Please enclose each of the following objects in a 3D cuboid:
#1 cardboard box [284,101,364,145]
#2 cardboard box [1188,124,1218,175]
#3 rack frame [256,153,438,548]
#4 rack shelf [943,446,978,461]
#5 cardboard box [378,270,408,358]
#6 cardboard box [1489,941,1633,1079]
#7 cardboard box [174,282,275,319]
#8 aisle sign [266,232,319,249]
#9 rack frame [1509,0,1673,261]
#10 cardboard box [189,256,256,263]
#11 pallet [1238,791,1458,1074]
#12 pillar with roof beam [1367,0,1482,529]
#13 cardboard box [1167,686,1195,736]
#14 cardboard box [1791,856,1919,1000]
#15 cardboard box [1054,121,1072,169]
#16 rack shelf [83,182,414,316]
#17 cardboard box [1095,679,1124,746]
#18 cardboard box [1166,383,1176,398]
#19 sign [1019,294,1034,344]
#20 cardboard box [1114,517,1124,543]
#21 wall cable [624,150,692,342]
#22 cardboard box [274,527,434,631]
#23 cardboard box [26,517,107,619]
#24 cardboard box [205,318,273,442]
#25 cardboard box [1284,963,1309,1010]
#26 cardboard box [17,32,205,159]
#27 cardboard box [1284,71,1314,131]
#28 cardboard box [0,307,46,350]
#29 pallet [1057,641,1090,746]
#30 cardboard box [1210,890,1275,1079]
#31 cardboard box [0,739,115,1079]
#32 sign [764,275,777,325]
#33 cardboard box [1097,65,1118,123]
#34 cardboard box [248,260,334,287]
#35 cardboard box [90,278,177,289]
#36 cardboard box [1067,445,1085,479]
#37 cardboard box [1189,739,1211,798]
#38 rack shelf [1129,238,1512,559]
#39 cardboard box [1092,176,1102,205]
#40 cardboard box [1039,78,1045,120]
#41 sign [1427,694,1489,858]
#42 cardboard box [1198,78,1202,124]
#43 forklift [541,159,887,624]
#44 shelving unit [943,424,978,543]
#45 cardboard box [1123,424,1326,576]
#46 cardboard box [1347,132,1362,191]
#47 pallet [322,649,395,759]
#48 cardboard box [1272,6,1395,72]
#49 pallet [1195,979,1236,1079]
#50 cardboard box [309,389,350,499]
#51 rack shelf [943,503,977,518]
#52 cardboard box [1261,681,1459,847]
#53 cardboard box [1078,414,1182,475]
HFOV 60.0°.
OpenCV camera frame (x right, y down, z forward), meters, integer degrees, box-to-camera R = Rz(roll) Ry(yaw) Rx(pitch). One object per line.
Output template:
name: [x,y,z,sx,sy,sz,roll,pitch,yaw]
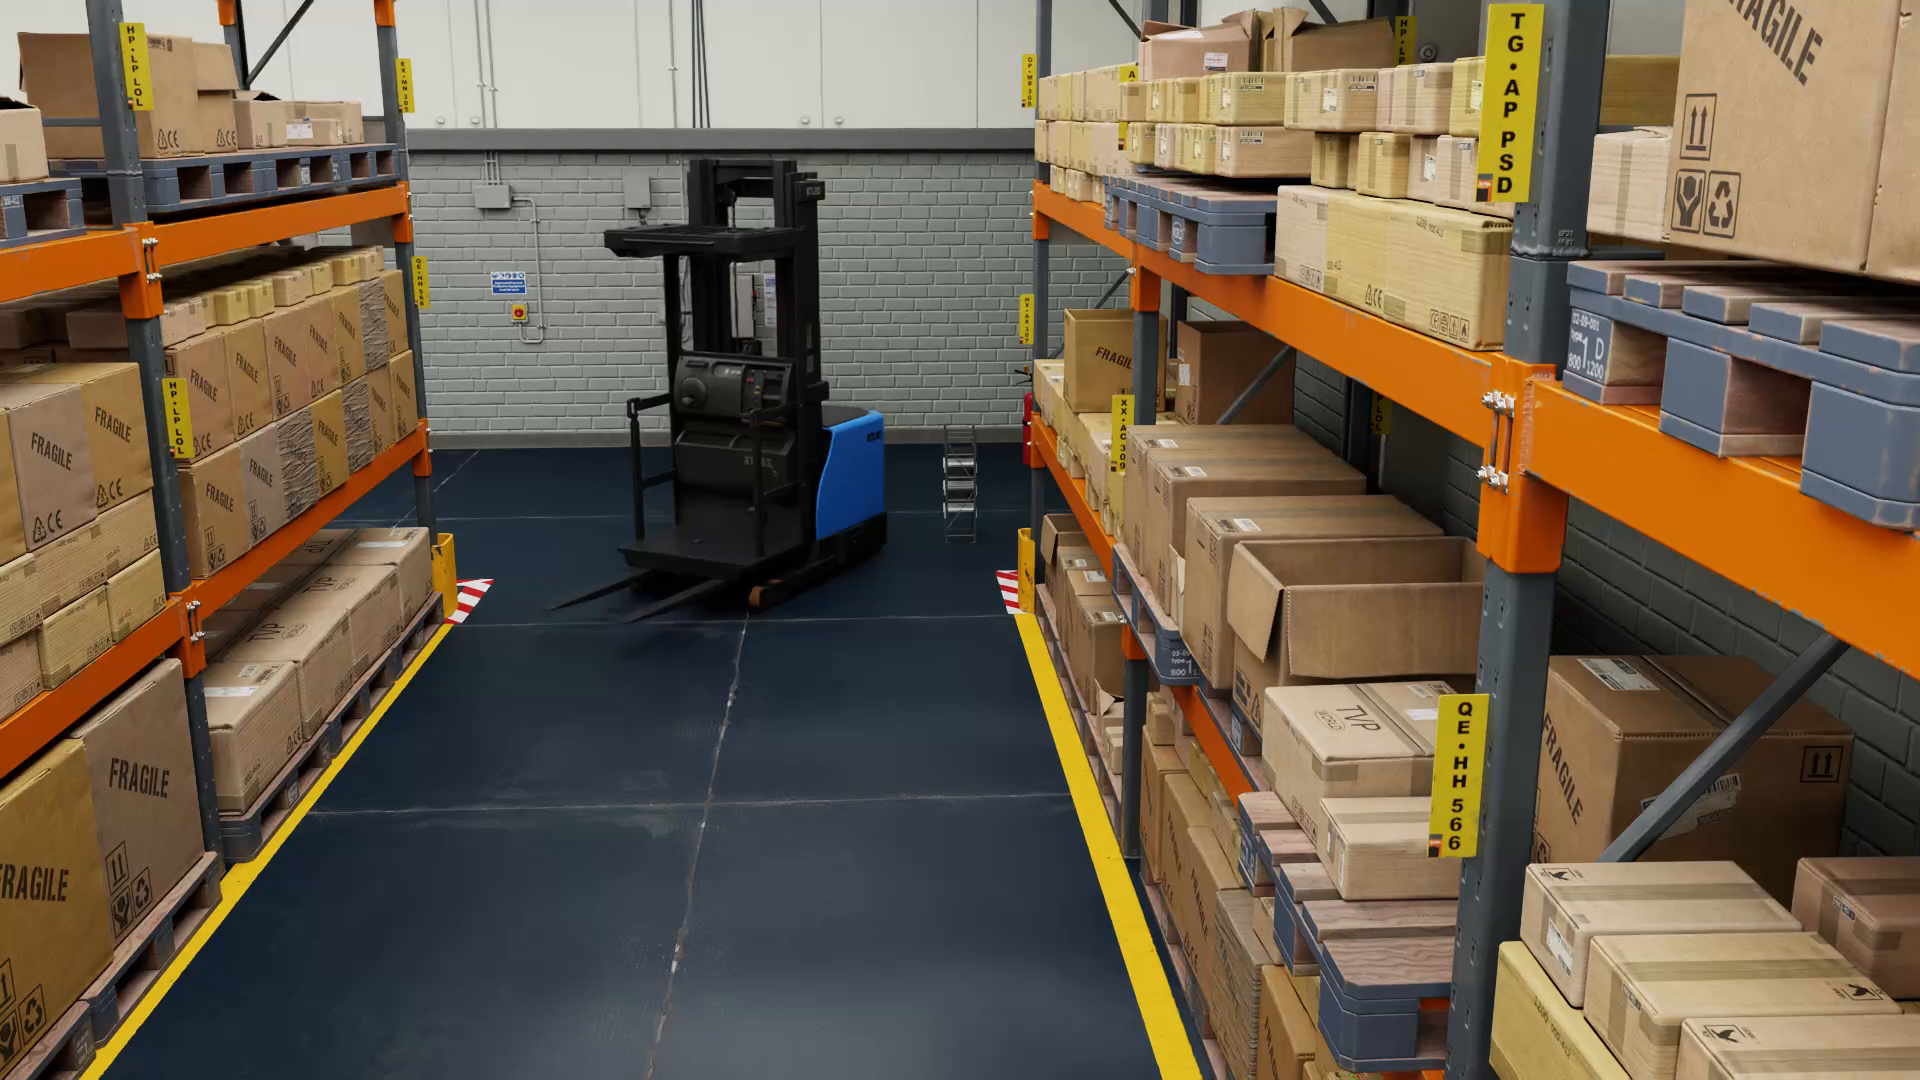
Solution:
cardboard box: [-3.855,-2.478,9.874,0.500,0.250,0.500,-2,15,-9]
cardboard box: [0.923,-1.224,5.206,0.380,0.149,0.250,-1,14,-2]
rack frame: [-3.972,-0.956,10.724,1.000,3.000,0.127,-1,14,-3]
rack shelf: [-0.001,-0.667,12.863,0.258,0.077,0.200,-1,14,-3]
cardboard box: [-3.705,-1.373,10.135,0.500,0.500,0.500,0,14,-2]
cardboard box: [1.236,0.901,2.804,0.500,0.250,0.500,-1,14,-3]
cardboard box: [-3.517,-1.147,7.954,0.380,0.149,0.250,-1,14,-5]
aisle sign: [-4.266,-2.229,10.452,0.394,0.787,0.004,-1,14,-3]
rack frame: [1.477,-1.950,2.545,1.000,3.000,0.127,-1,14,-3]
cardboard box: [-4.203,-1.515,9.386,0.380,0.149,0.250,-1,14,-5]
pallet: [1.365,0.881,3.967,1.213,0.211,1.003,-1,14,-3]
pillar with roof beam: [-2.211,-3.065,6.880,9.100,9.000,0.400,-1,14,-3]
cardboard box: [1.050,0.667,6.689,0.380,0.149,0.250,-2,15,-6]
cardboard box: [1.699,0.671,2.897,0.380,0.149,0.250,0,14,-2]
cardboard box: [0.808,-2.190,9.202,0.500,0.250,0.500,-1,14,-5]
rack shelf: [-3.848,-1.563,8.506,1.077,0.370,4.000,-1,14,-3]
cardboard box: [0.880,0.859,8.313,0.396,0.266,0.258,0,14,-1]
cardboard box: [1.332,-0.744,9.601,0.500,0.250,0.500,0,14,-2]
sign: [0.440,-1.445,10.885,0.100,0.325,0.005,-1,14,-3]
cardboard box: [0.920,-0.057,7.734,0.380,0.149,0.250,0,14,-2]
wall cable: [-2.930,-2.875,16.142,0.588,1.984,0.122,-1,14,-3]
cardboard box: [-3.832,0.244,10.359,0.875,0.438,0.875,-1,14,-5]
cardboard box: [-3.416,0.099,5.920,0.500,0.250,0.500,-1,14,-2]
cardboard box: [-3.537,-0.742,7.684,0.500,0.500,0.500,-1,14,-4]
cardboard box: [1.187,1.268,4.951,0.380,0.149,0.250,-1,14,-4]
cardboard box: [-3.551,-1.864,6.988,0.500,0.500,0.500,-1,14,-2]
cardboard box: [1.080,-1.165,4.419,0.380,0.149,0.250,-1,14,-3]
cardboard box: [-4.061,-0.880,6.918,0.380,0.149,0.250,-1,14,-5]
pallet: [1.109,0.836,9.352,1.003,0.211,1.213,-1,14,-3]
cardboard box: [1.130,1.477,5.438,0.500,0.500,0.500,-1,14,-5]
cardboard box: [-3.542,1.242,5.603,0.875,0.875,0.875,0,14,-2]
sign: [-1.759,-2.368,16.399,0.329,0.494,0.001,-1,14,-3]
cardboard box: [0.918,-2.053,7.668,0.500,0.250,0.500,-1,14,-4]
cardboard box: [-3.690,-1.462,9.180,0.380,0.149,0.250,-1,14,-4]
cardboard box: [-4.077,-1.199,8.158,0.380,0.149,0.250,-1,14,-5]
cardboard box: [0.795,-0.440,9.221,0.380,0.149,0.250,-1,14,-2]
cardboard box: [1.108,0.879,6.464,0.380,0.149,0.250,-2,15,-6]
rack shelf: [1.353,-0.646,4.941,1.077,0.370,4.000,-1,14,-3]
cardboard box: [0.873,-1.774,8.384,0.380,0.149,0.250,-1,14,-3]
cardboard box: [0.758,-2.686,10.127,0.500,0.250,0.500,-1,14,-4]
sign: [0.936,0.444,3.116,0.100,0.325,0.005,-1,14,-3]
cardboard box: [0.988,-1.430,5.407,0.380,0.149,0.250,-1,14,-3]
forklift: [-1.664,-1.072,11.310,1.130,2.935,3.031,7,16,26]
shelving unit: [-0.001,-0.438,12.922,0.258,0.900,0.210,-1,14,-3]
cardboard box: [1.036,-0.167,6.613,0.700,0.500,0.500,-1,14,-2]
cardboard box: [1.203,-0.956,4.205,0.380,0.149,0.250,-1,14,-3]
pallet: [-3.772,0.894,9.127,1.003,0.211,1.213,-1,14,-3]
cardboard box: [1.366,-1.826,6.118,0.396,0.266,0.258,-1,14,-3]
pallet: [1.396,1.817,5.540,1.003,0.211,1.213,-1,14,-3]
cardboard box: [-3.575,-0.508,8.780,0.500,0.500,0.500,0,14,-2]
rack shelf: [-0.001,-0.231,12.975,0.258,0.077,0.200,-1,14,-3]
cardboard box: [1.089,0.568,4.259,0.500,0.250,0.500,-2,15,-6]
cardboard box: [0.891,-0.482,8.584,0.500,0.250,0.500,-1,14,-4]
